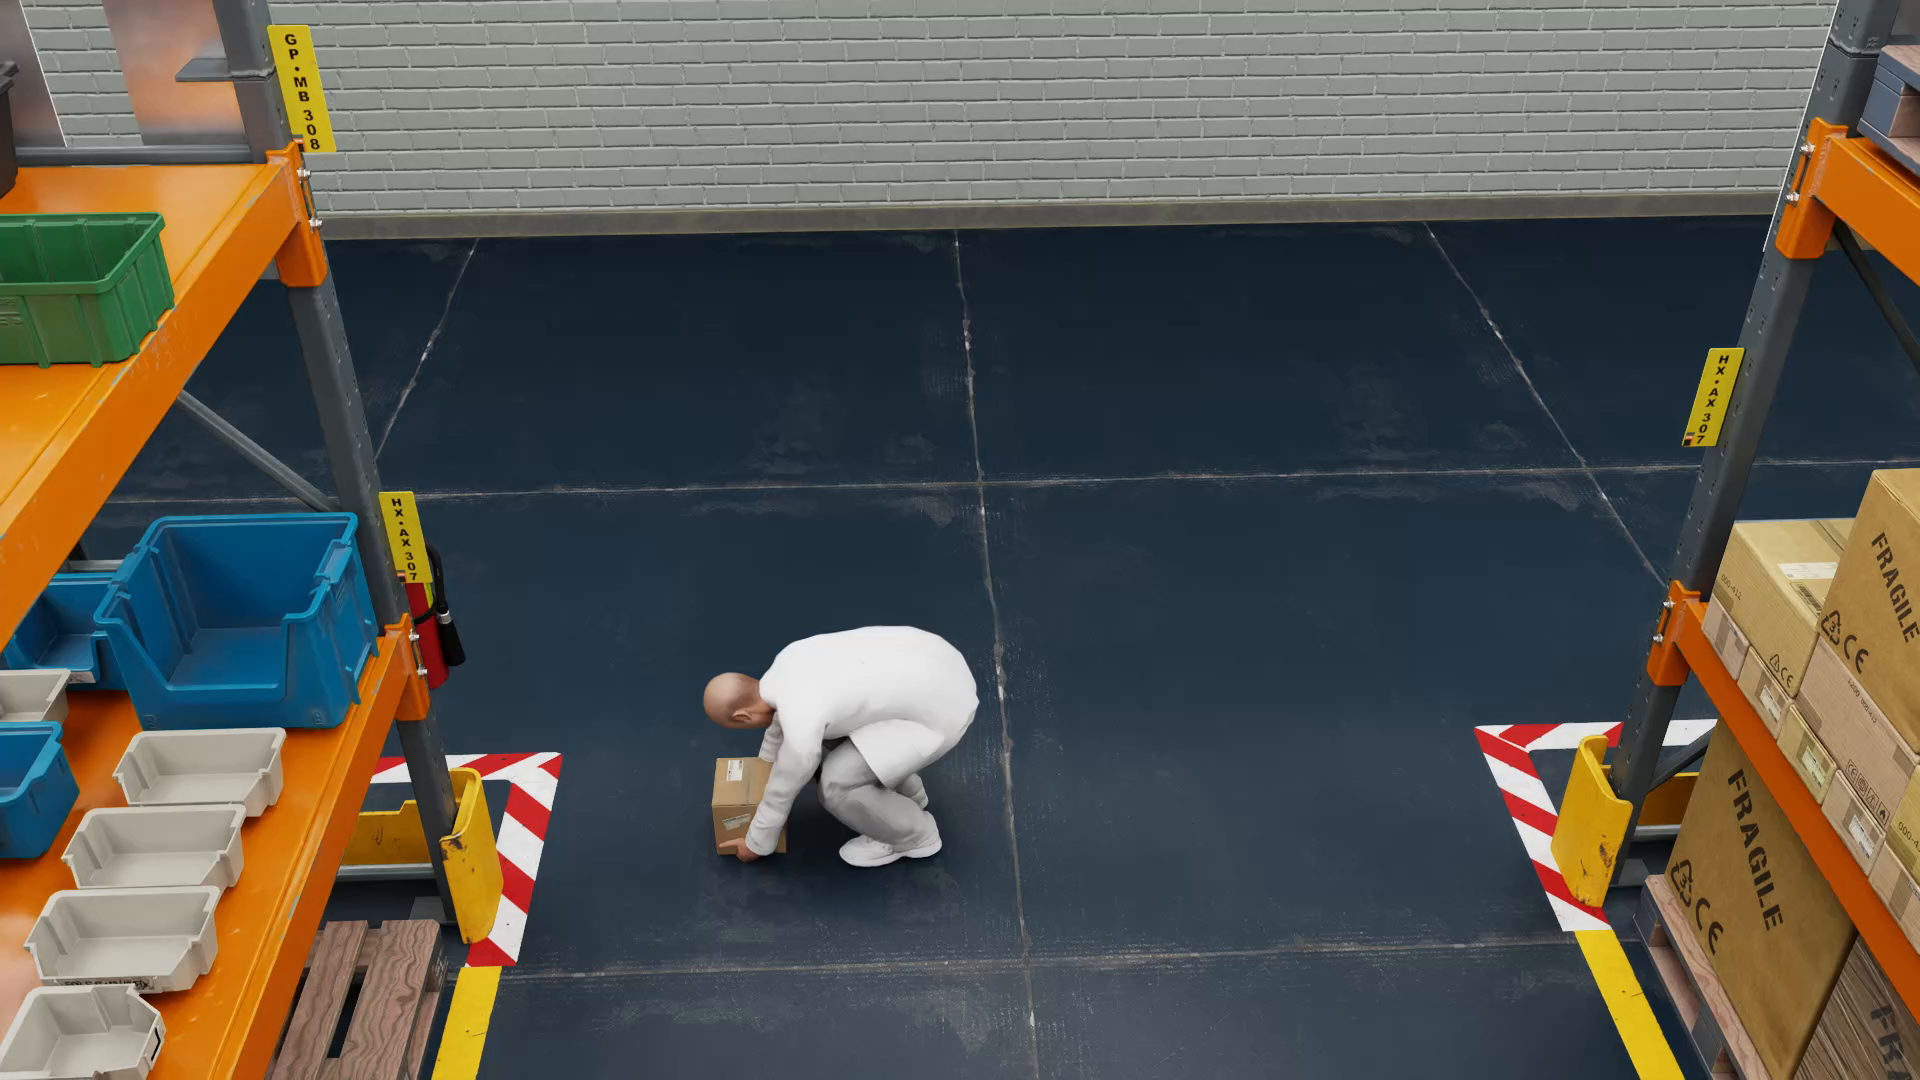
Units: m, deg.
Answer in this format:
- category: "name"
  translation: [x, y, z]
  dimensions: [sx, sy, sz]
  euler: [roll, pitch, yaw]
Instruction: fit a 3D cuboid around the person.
- category: "person"
  translation: [-0.412, 0.730, 5.932]
  dimensions: [0.954, 0.874, 0.585]
  euler: [-3, 35, -4]
